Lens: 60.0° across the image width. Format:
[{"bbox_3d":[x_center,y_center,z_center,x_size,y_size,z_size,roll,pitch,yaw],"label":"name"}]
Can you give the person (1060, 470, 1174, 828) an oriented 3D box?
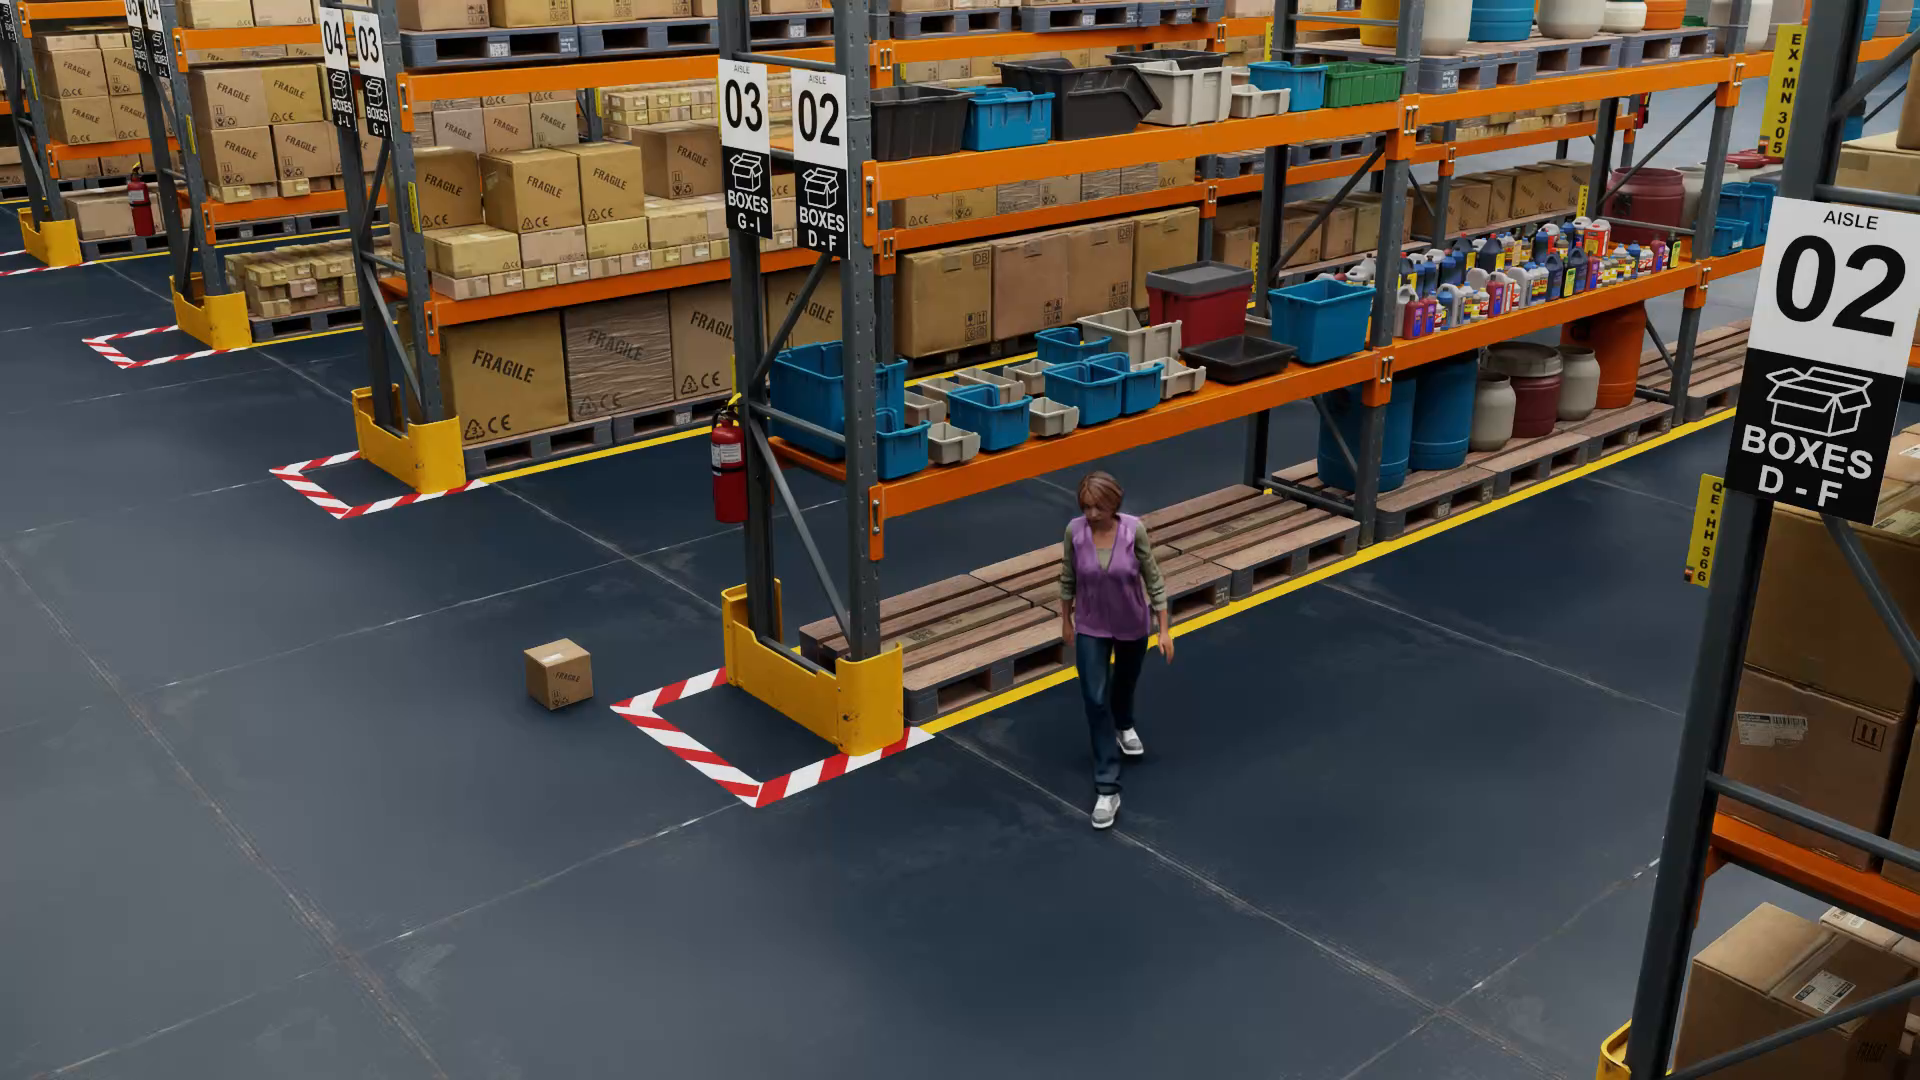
[{"bbox_3d":[0.707,0.417,7.530,0.497,1.537,0.902,-1,21,-2],"label":"person"}]
